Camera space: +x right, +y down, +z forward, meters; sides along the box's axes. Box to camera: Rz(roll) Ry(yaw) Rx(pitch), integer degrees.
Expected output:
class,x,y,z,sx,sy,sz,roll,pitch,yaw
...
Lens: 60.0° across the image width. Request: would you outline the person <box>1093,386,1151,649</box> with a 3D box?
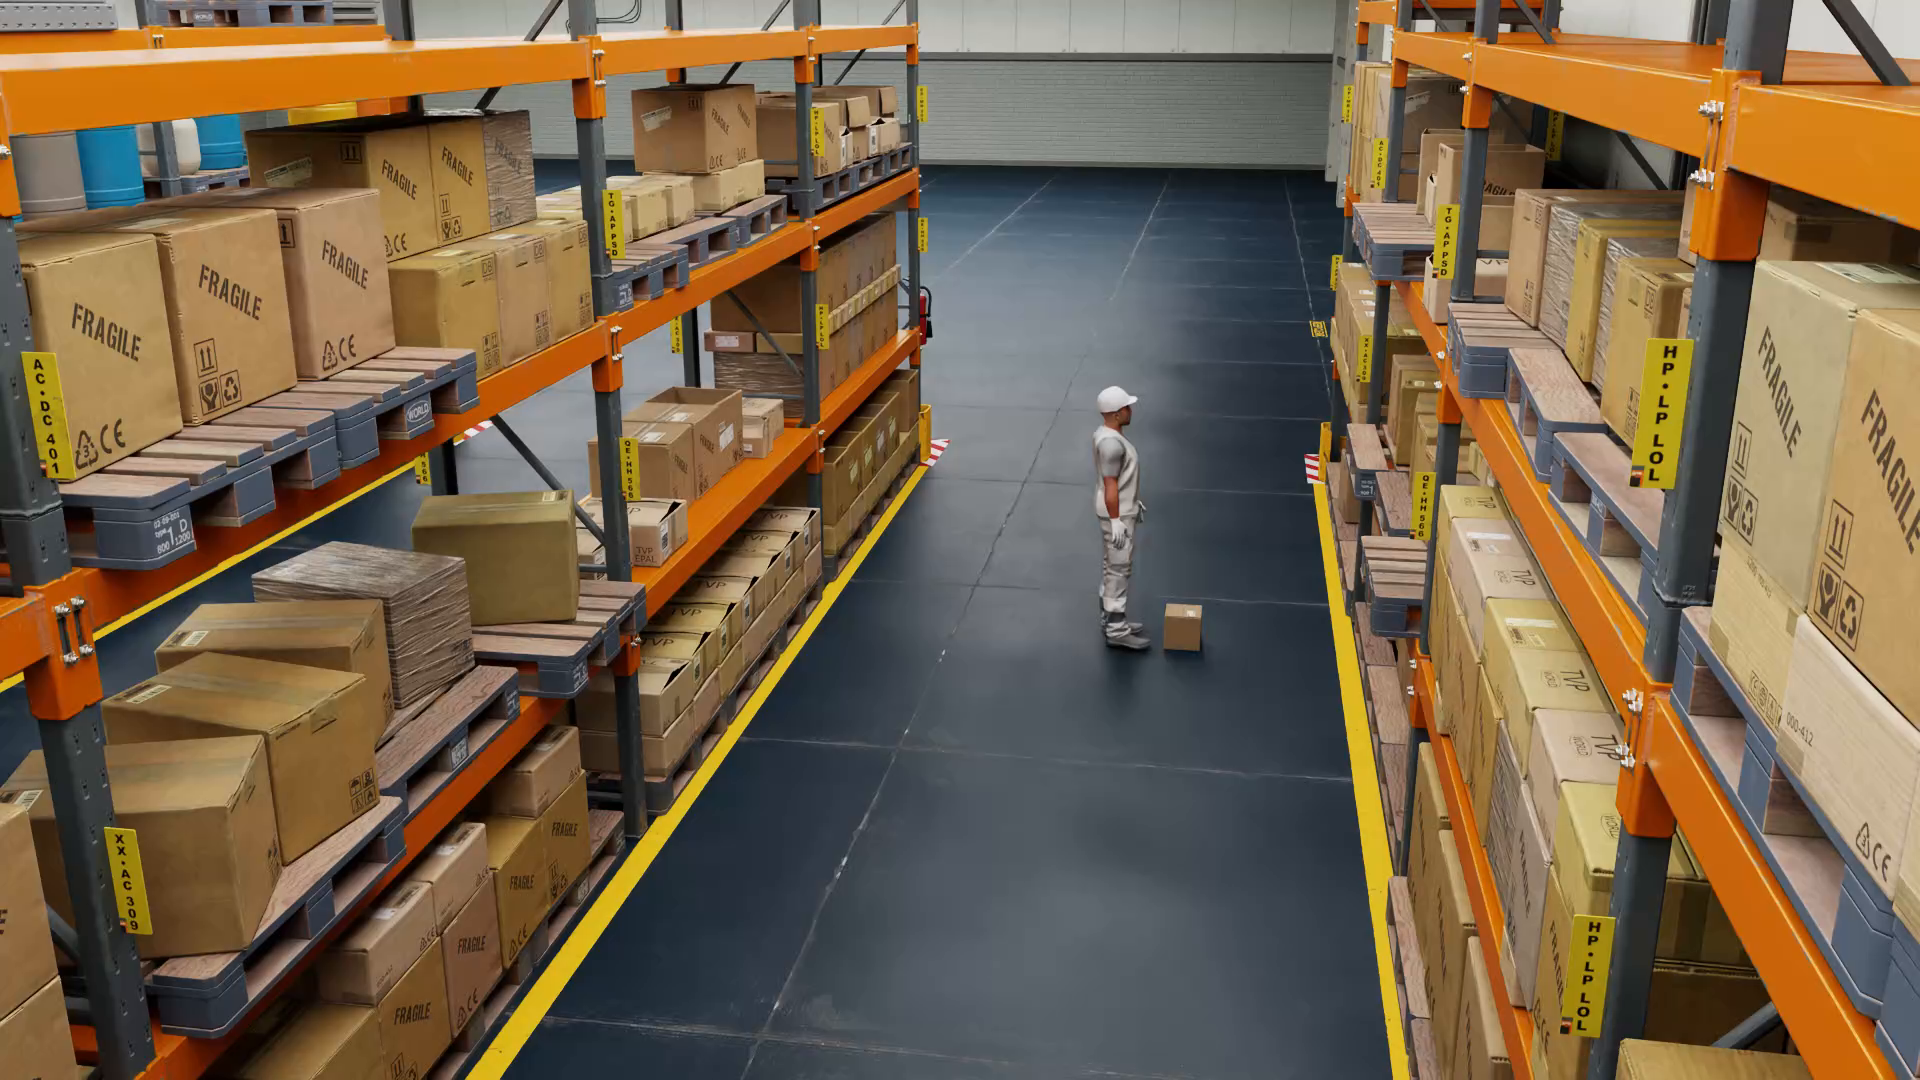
class,x,y,z,sx,sy,sz,roll,pitch,yaw
person,1.120,-0.167,11.449,0.428,1.805,0.571,1,18,3
